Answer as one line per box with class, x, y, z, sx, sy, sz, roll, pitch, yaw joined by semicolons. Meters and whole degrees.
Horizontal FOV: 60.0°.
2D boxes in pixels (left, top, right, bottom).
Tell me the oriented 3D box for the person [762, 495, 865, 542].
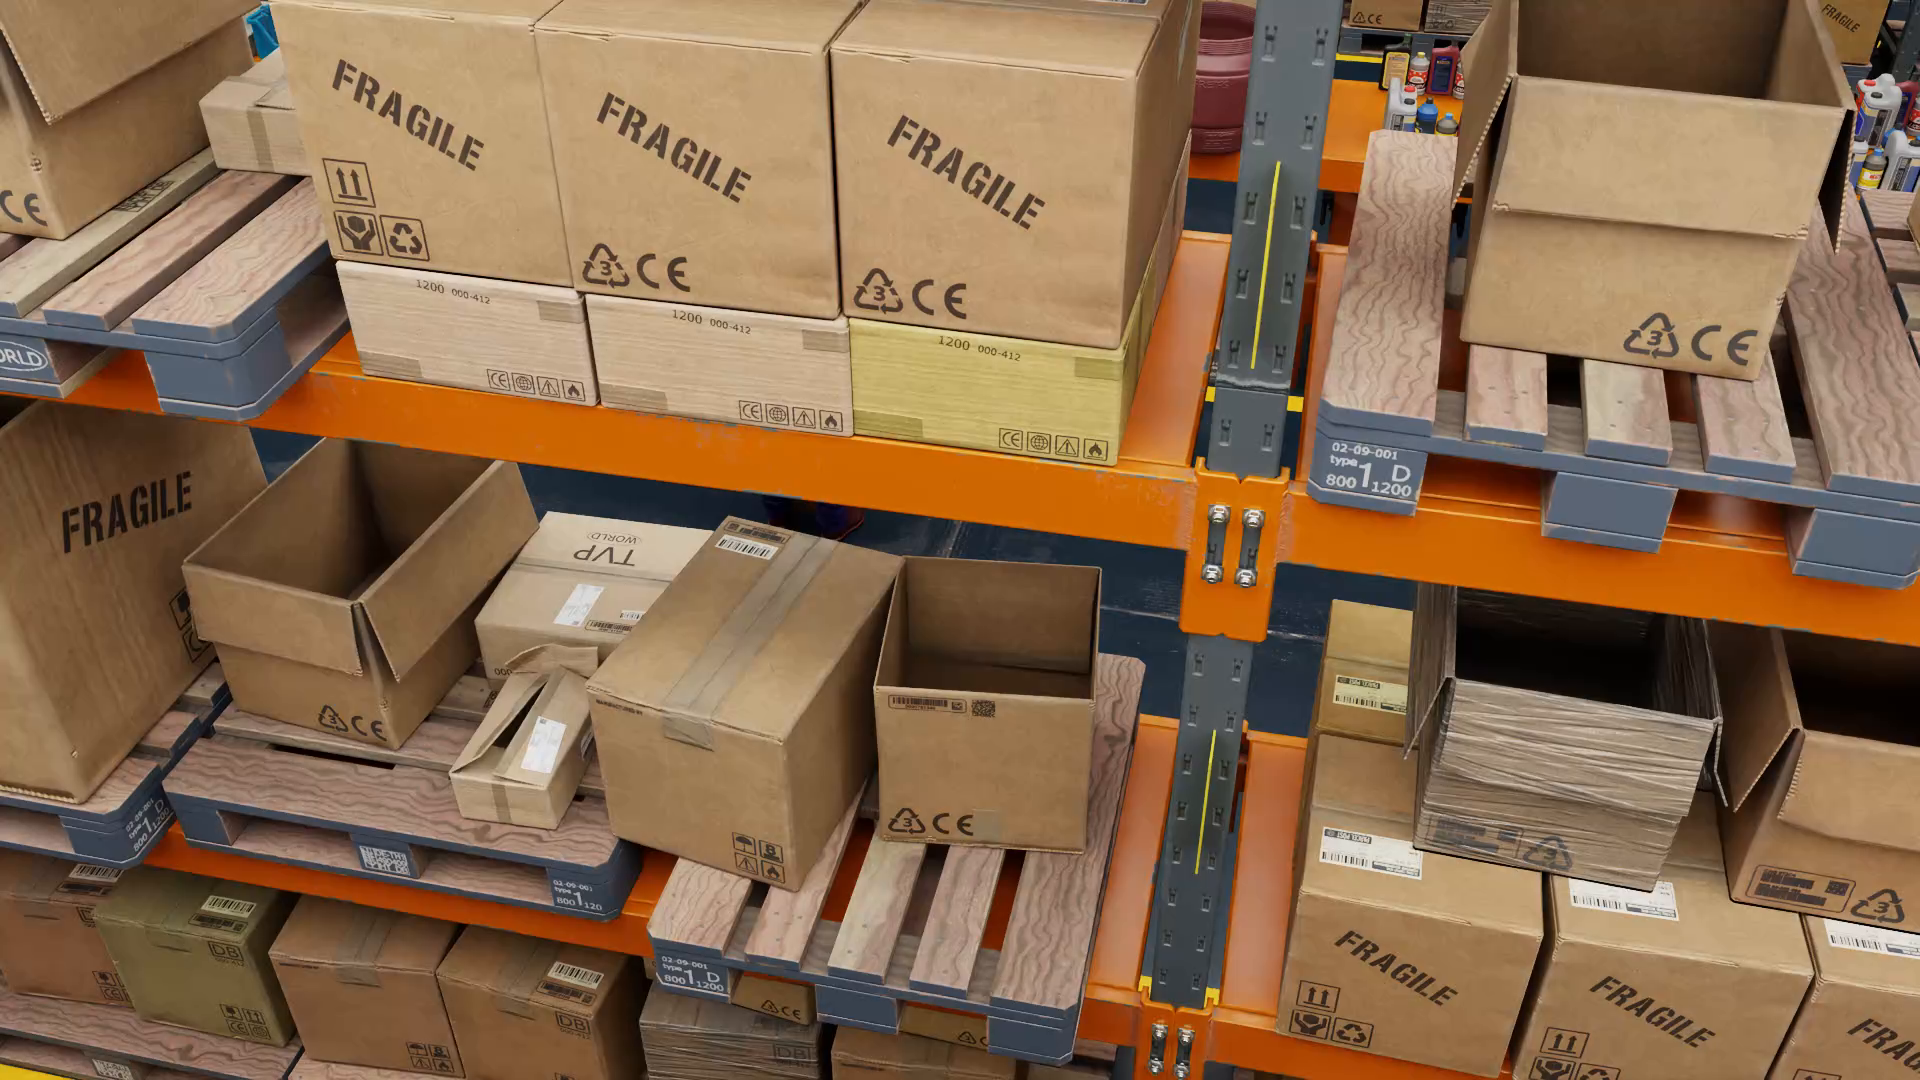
person;-0.720;-0.732;7.133;0.538;1.652;0.413;8;37;10
